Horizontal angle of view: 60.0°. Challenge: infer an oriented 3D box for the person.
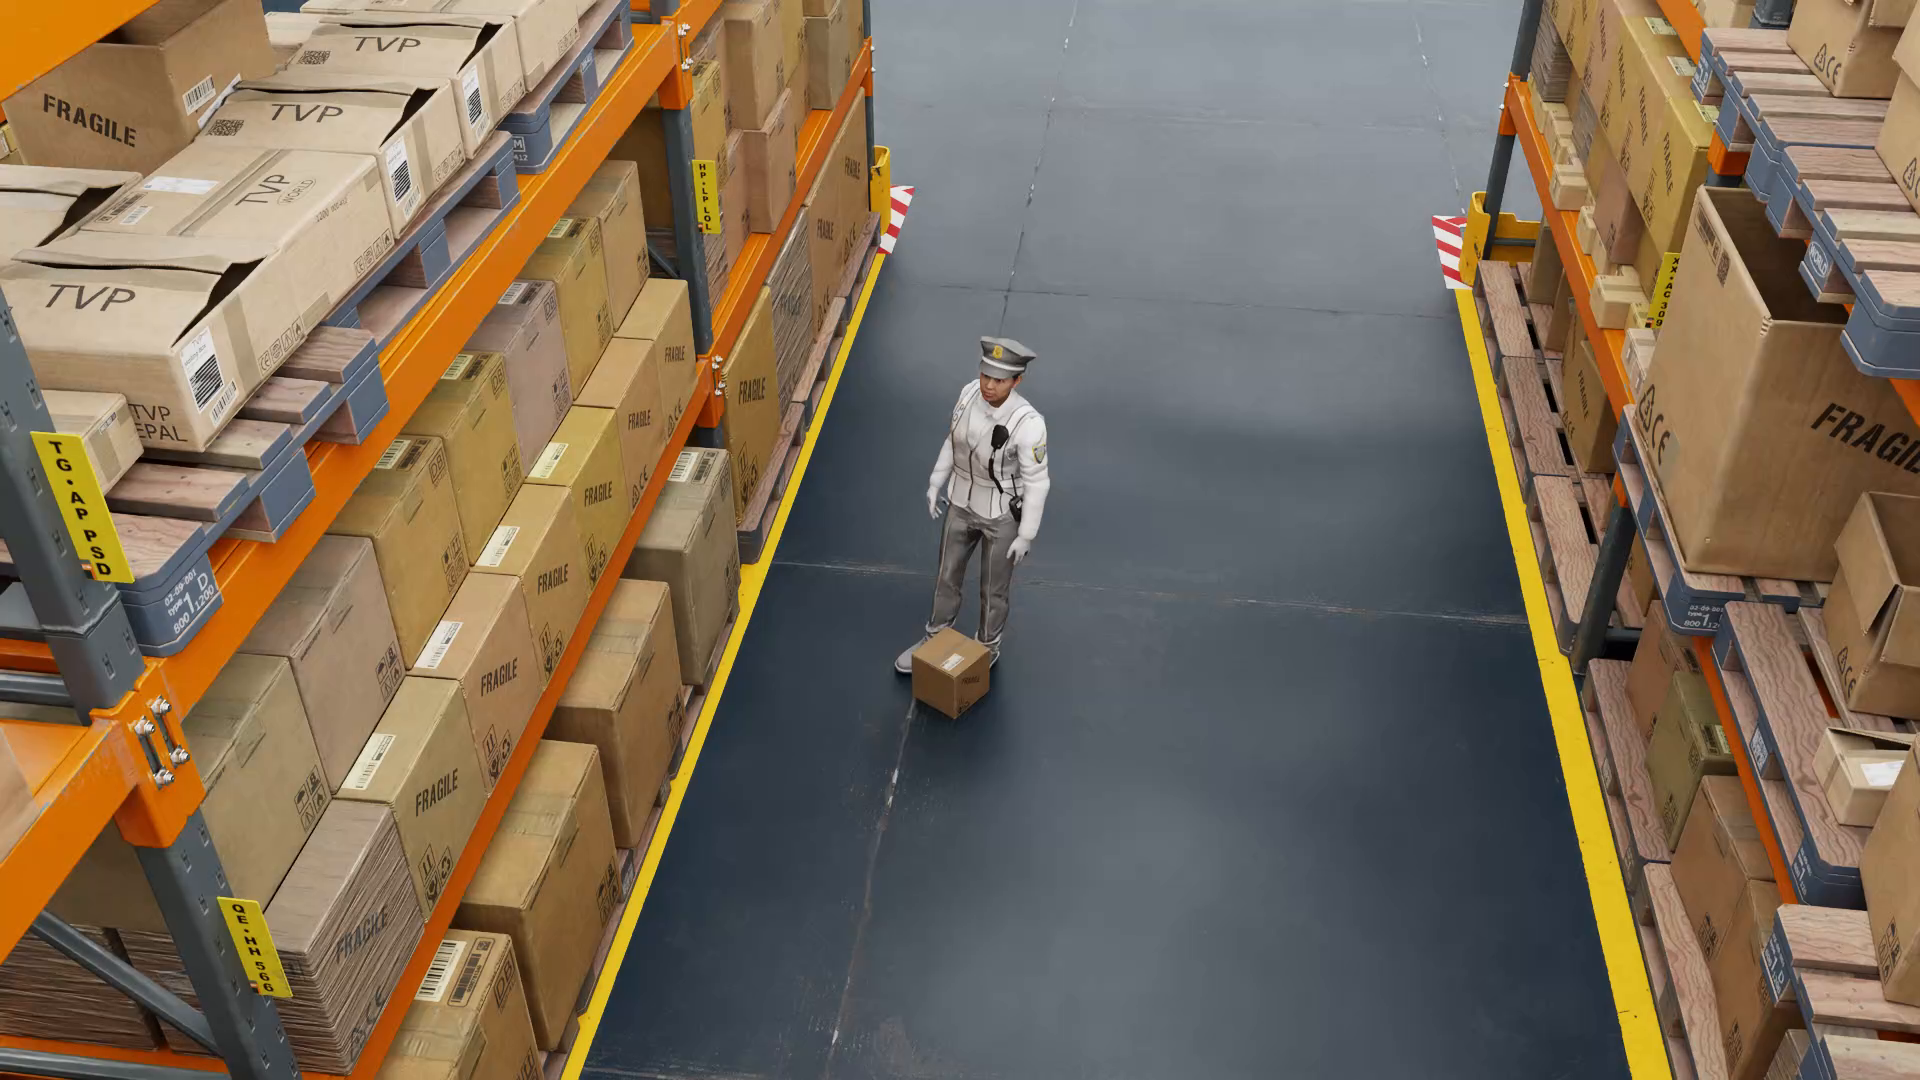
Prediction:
[{"bbox_3d":[0.070,-0.100,7.131,0.587,1.694,0.530,27,44,32],"label":"person"}]
